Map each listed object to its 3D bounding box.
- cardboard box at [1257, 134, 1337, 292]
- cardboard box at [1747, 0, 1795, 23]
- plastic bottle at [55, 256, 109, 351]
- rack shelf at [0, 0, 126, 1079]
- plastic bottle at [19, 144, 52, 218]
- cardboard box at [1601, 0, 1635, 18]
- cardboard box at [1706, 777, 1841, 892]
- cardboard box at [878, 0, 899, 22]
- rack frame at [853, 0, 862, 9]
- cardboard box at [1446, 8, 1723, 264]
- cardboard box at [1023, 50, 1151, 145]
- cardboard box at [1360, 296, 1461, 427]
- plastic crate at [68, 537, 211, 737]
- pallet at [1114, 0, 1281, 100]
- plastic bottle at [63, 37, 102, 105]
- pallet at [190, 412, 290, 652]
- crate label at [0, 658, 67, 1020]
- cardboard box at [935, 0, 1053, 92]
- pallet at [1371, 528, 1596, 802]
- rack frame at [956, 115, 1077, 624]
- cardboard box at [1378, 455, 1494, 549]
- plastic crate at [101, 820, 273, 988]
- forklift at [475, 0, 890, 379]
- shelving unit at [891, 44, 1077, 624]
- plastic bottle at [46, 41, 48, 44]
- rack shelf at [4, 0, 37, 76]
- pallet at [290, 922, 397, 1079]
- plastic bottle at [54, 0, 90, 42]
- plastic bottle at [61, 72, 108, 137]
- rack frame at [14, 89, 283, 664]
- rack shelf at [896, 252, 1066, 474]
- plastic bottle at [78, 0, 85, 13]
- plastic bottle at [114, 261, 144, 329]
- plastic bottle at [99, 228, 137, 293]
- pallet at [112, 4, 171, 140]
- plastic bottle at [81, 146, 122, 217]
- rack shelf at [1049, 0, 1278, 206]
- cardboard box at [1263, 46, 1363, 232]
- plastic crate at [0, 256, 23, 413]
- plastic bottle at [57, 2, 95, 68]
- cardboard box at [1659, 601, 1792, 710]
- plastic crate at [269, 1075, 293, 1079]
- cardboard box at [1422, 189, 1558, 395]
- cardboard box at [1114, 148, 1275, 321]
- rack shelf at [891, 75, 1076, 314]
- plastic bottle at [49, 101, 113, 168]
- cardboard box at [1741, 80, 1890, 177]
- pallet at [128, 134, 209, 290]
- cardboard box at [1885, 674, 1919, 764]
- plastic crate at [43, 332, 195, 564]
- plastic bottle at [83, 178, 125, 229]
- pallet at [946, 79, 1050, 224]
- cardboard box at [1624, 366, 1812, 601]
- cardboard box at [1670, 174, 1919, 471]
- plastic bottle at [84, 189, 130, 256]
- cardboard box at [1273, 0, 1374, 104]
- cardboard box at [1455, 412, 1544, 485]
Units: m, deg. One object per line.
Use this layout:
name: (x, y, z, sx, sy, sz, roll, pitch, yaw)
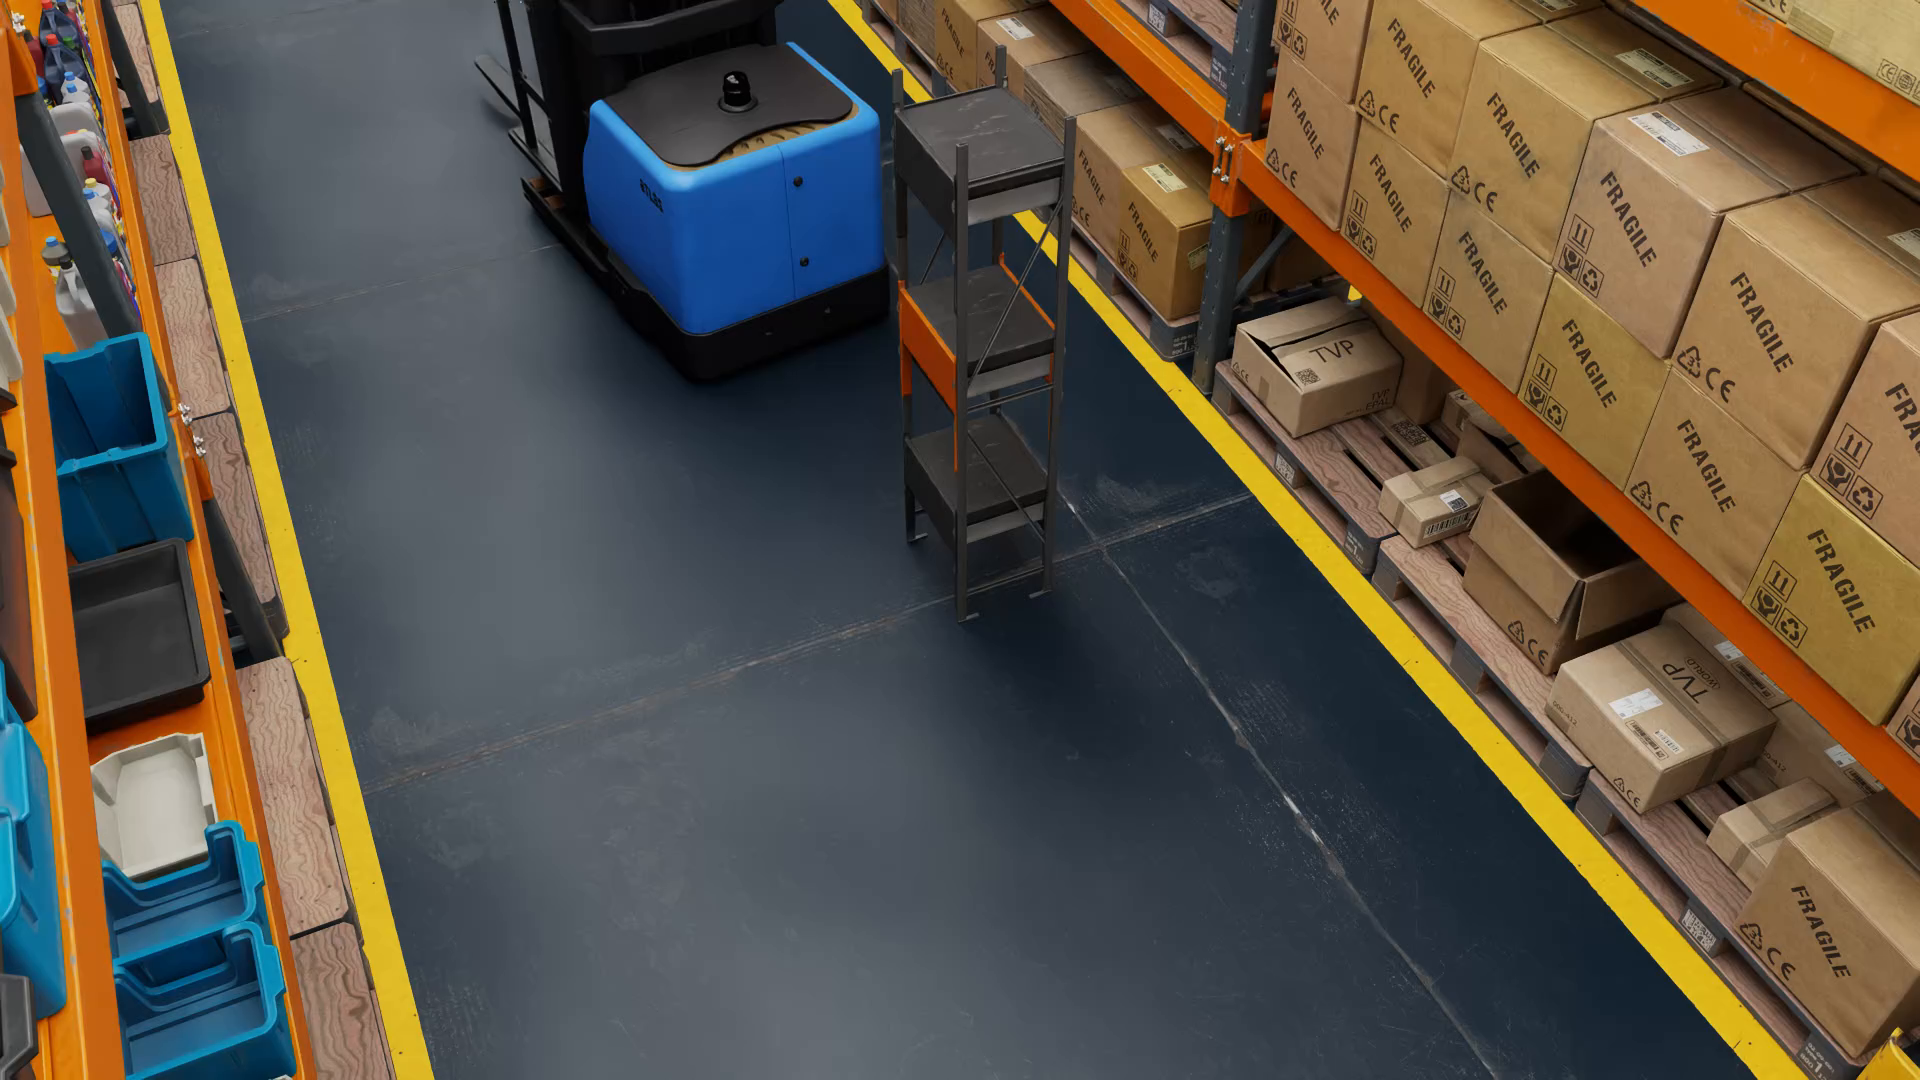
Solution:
cardboard box: (1.533, -1.536, 7.638, 0.500, 0.500, 0.500, -20, 48, -19)
cardboard box: (2.124, -1.564, 4.170, 0.500, 0.250, 0.500, -18, 47, -17)
plastic bottle: (-2.851, -0.757, 5.416, 0.144, 0.351, 0.185, -18, 47, -17)
rack shelf: (-2.139, 0.034, 2.956, 1.077, 0.370, 4.000, -18, 47, -17)
plastic bottle: (-3.357, -1.337, 6.058, 0.152, 0.276, 0.135, -18, 47, -17)
cardboard box: (2.181, -1.709, 5.563, 0.500, 0.500, 0.500, -19, 48, -18)
cardboard box: (2.657, 0.954, 5.352, 0.380, 0.166, 0.250, -18, 47, -17)
cardboard box: (-0.234, -3.330, 9.456, 0.500, 0.500, 0.500, -16, 47, -16)
rack frame: (-0.166, -4.438, 9.112, 1.000, 3.000, 0.127, -18, 47, -17)
cardboard box: (1.891, -1.241, 5.089, 0.500, 0.500, 0.500, -19, 48, -19)
cardboard box: (0.637, -2.023, 8.131, 0.500, 0.500, 0.500, -17, 47, -17)
cardboard box: (2.012, -0.877, 6.969, 0.500, 0.500, 0.500, -18, 47, -17)
plastic crate: (-2.266, 0.282, 4.482, 0.437, 0.125, 0.590, -18, 47, -17)
pallet: (1.279, -2.362, 7.145, 1.003, 0.211, 1.213, -18, 47, -17)
plastic bottle: (-3.491, -1.873, 6.596, 0.061, 0.283, 0.133, -18, 47, -17)
pallet: (-3.267, 0.060, 6.539, 1.003, 0.211, 1.213, -18, 47, -17)
crate label: (-1.393, 0.422, 2.157, 0.408, 0.251, 0.502, -18, 47, -17)
cardboard box: (0.197, -2.677, 8.794, 0.500, 0.500, 0.500, -19, 48, -18)
pallet: (2.320, 0.320, 6.275, 1.003, 0.211, 1.213, -18, 47, -17)
rack frame: (0.172, -0.486, 5.748, 0.400, 2.100, 0.015, -18, 47, -17)
cardboard box: (1.868, -0.157, 6.478, 0.380, 0.166, 0.250, -18, 47, -17)
plastic crate: (-1.783, 0.874, 3.805, 0.416, 0.233, 0.300, -18, 47, -17)
forklift: (-1.553, -2.768, 7.468, 1.130, 2.935, 3.031, -25, 50, -23)
shelving unit: (0.070, -0.642, 5.906, 0.431, 2.100, 0.503, -18, 47, -17)
plastic bottle: (-3.546, -1.855, 6.578, 0.061, 0.283, 0.133, -18, 47, -17)
rack shelf: (-3.821, -2.515, 5.539, 1.077, 0.370, 4.000, -18, 47, -17)
pallet: (-2.119, 1.800, 4.776, 1.003, 0.211, 1.213, -18, 47, -17)
plastic bottle: (-3.730, -2.177, 6.962, 0.097, 0.201, 0.097, 0, 45, 0)
plastic bottle: (-3.381, -1.672, 6.401, 0.097, 0.271, 0.097, 0, 45, 0)
rack frame: (-2.980, -0.429, 5.049, 1.000, 3.000, 0.127, -18, 47, -17)
rack shelf: (0.070, -0.632, 5.915, 0.431, 0.518, 0.480, -18, 47, -17)
plastic bottle: (-3.853, -2.363, 7.151, 0.097, 0.201, 0.097, 0, 45, 0)
plastic bottle: (-2.804, -0.832, 5.540, 0.061, 0.283, 0.133, -18, 47, -17)
plastic bottle: (-2.910, -0.958, 5.676, 0.097, 0.271, 0.097, 0, 45, 0)
pallet: (-4.953, -2.490, 9.123, 1.003, 0.211, 1.213, -18, 47, -17)
plastic bottle: (-3.121, -1.313, 6.028, 0.061, 0.283, 0.133, -18, 47, -17)
rack shelf: (0.675, -2.907, 8.073, 1.077, 0.370, 4.000, -18, 47, -17)
cardboard box: (1.483, -1.519, 6.083, 0.500, 0.500, 0.500, -17, 47, -16)
plastic crate: (-1.950, -0.409, 2.977, 0.437, 0.282, 0.530, -18, 47, -17)
plastic bottle: (-3.624, -2.076, 6.801, 0.061, 0.283, 0.133, -18, 47, -17)
cardboard box: (2.806, 0.415, 5.839, 0.500, 0.250, 0.500, -18, 47, -17)
plastic crate: (-1.449, 1.277, 3.465, 0.250, 0.136, 0.298, -18, 47, -17)
cardboard box: (1.909, -0.874, 5.429, 0.500, 0.500, 0.500, -18, 47, -18)
cardboard box: (1.048, -1.386, 7.485, 0.500, 0.500, 0.500, -18, 47, -18)
rack shelf: (0.070, -1.130, 5.424, 0.431, 0.518, 0.480, -18, 47, -17)
plastic bottle: (-3.316, -1.530, 6.253, 0.152, 0.276, 0.135, -18, 47, -17)
cardboard box: (2.603, -1.067, 4.912, 0.500, 0.500, 0.500, -18, 48, -18)
pallet: (-4.293, -1.495, 8.115, 1.003, 0.211, 1.213, -18, 47, -17)
cardboard box: (2.762, 0.419, 4.118, 0.500, 0.500, 0.500, -17, 47, -16)
plastic crate: (-2.475, -0.247, 4.834, 0.392, 0.384, 0.575, -18, 47, -17)
plastic bottle: (-3.089, -1.205, 5.977, 0.097, 0.201, 0.097, 0, 45, 0)
pallet: (0.622, -2.182, 8.811, 1.003, 0.211, 1.213, -18, 47, -17)
cardboard box: (2.336, -0.230, 4.776, 0.500, 0.500, 0.500, -18, 47, -17)
cardboard box: (2.325, -0.585, 4.424, 0.500, 0.500, 0.500, -17, 47, -16)
plastic bottle: (-3.007, -1.105, 5.826, 0.097, 0.271, 0.097, 0, 45, 0)
cardboard box: (1.458, -1.897, 5.754, 0.500, 0.500, 0.500, -17, 47, -16)
cardboard box: (2.328, -0.331, 6.551, 0.500, 0.311, 0.500, -18, 47, -17)
